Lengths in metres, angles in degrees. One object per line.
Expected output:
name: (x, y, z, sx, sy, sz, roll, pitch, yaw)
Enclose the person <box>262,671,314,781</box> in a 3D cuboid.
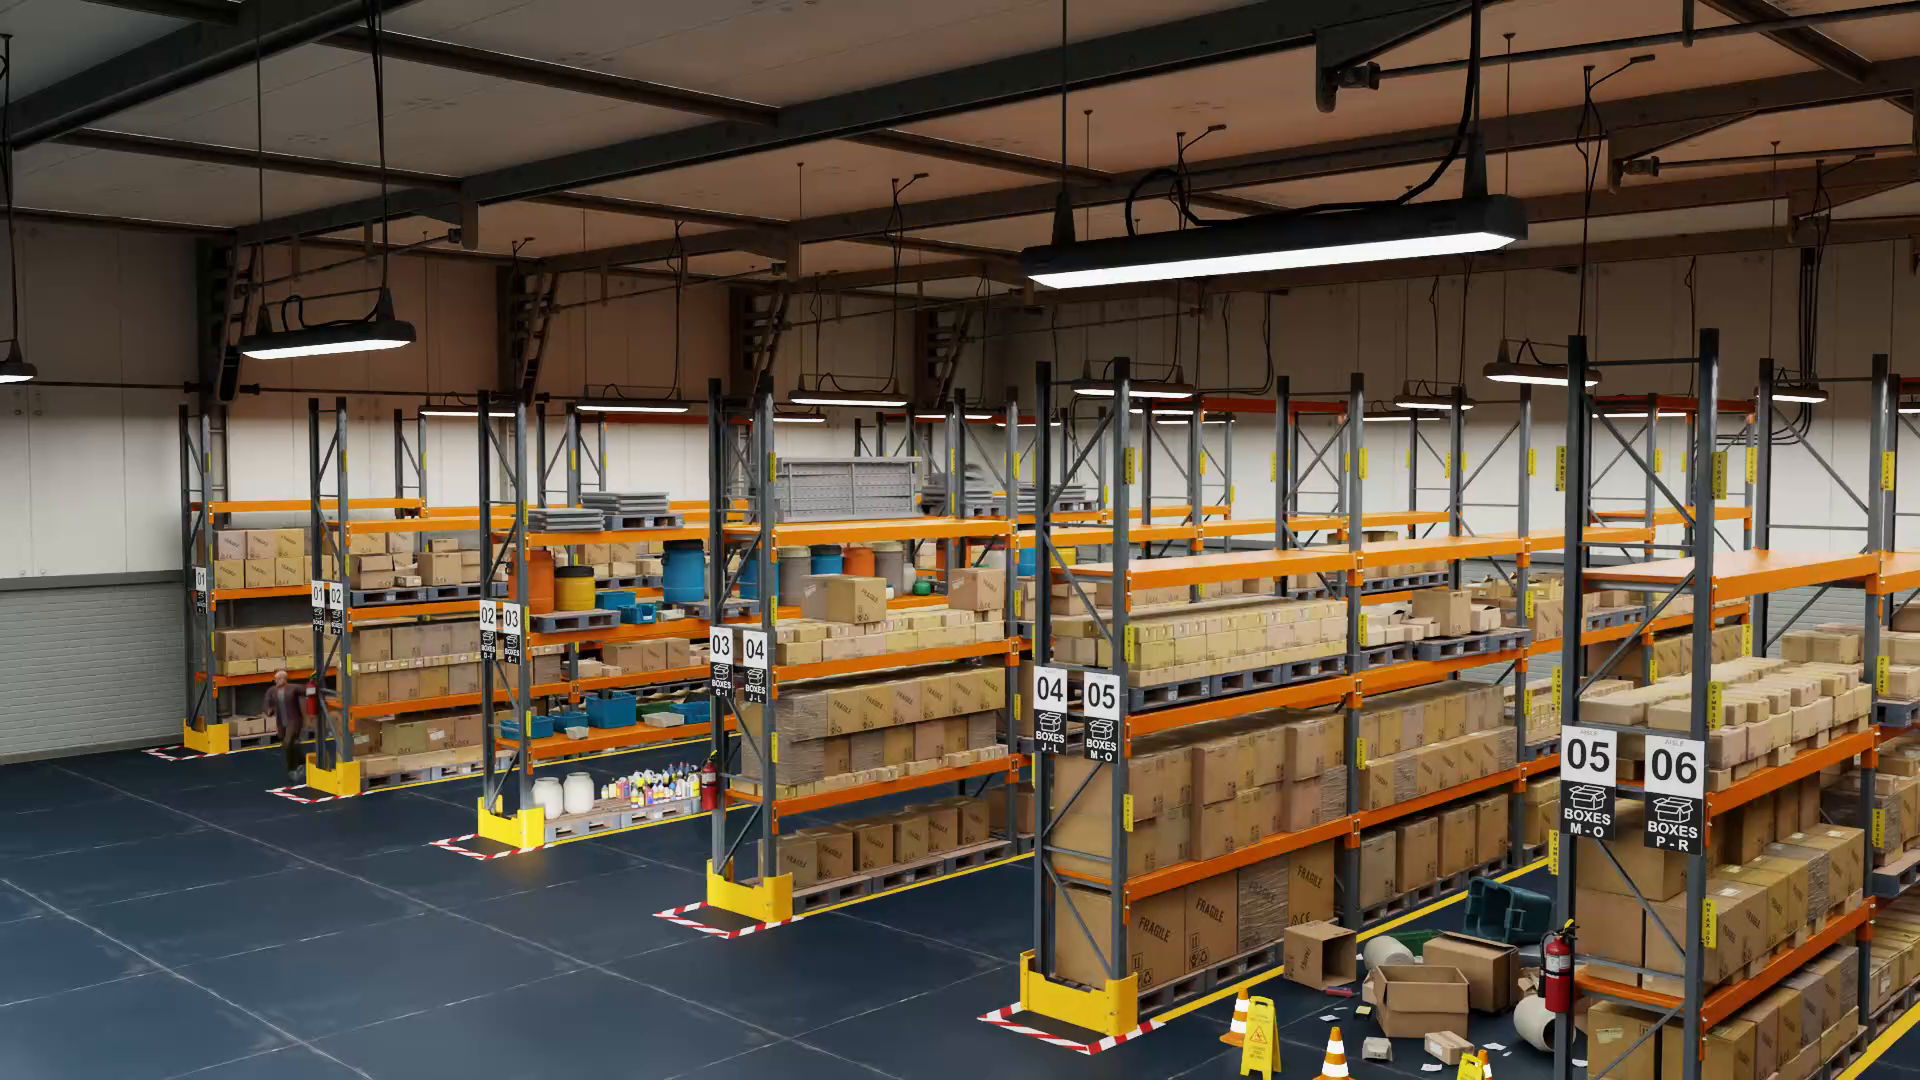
person: (-10.650, 2.928, 26.413, 0.715, 1.759, 1.003, 1, 3, 11)
